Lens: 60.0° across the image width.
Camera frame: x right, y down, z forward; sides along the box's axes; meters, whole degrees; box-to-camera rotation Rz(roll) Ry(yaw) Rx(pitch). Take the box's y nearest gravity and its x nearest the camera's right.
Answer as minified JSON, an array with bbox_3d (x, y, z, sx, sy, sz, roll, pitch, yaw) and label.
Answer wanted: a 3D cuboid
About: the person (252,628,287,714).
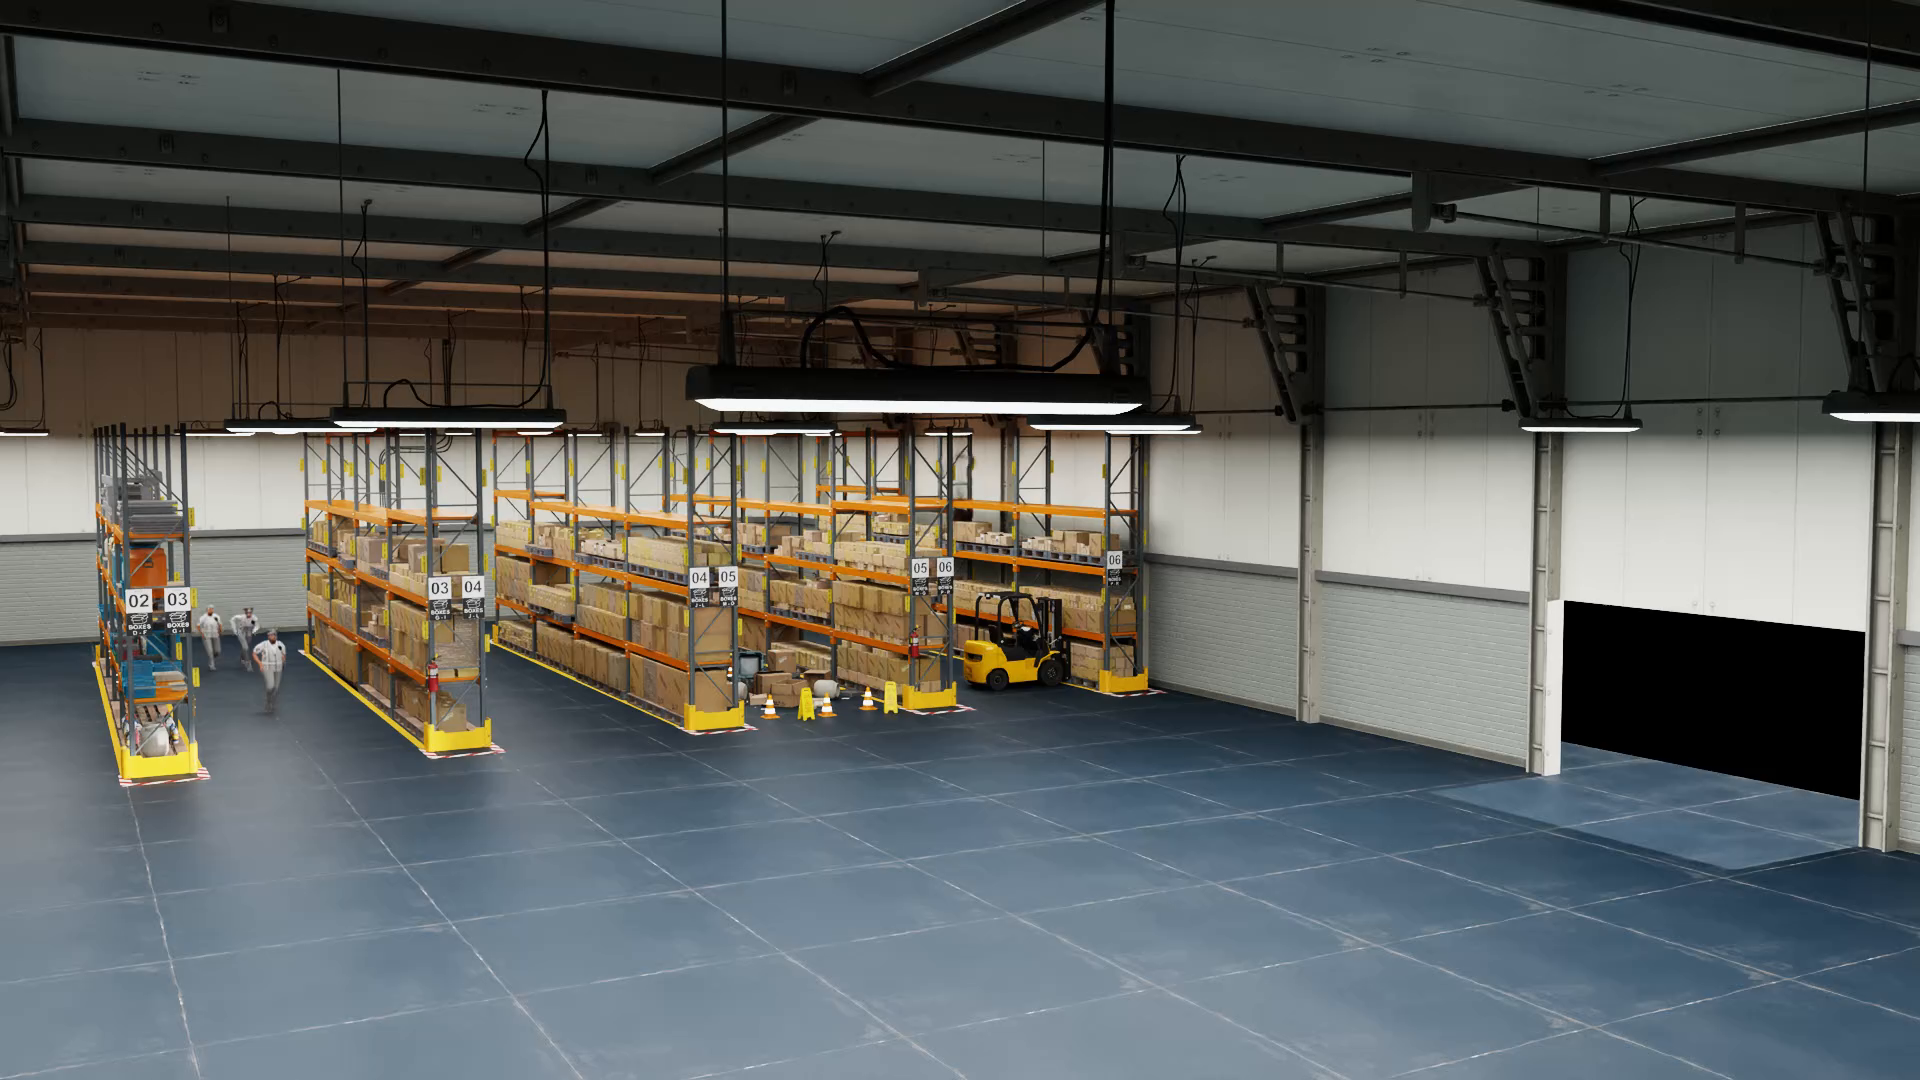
[{"bbox_3d":[-14.393,2.746,34.818,0.735,1.814,0.632,3,5,43],"label":"person"}]

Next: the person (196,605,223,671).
[{"bbox_3d":[-18.620,2.412,41.299,0.602,1.624,0.602,-3,4,-38],"label":"person"}]

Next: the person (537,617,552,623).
[{"bbox_3d":[-11.989,2.071,48.163,0.958,1.575,0.639,0,3,1],"label":"person"}]

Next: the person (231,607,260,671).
[{"bbox_3d":[-17.819,2.452,41.405,0.659,1.626,0.958,-3,4,-39],"label":"person"}]
